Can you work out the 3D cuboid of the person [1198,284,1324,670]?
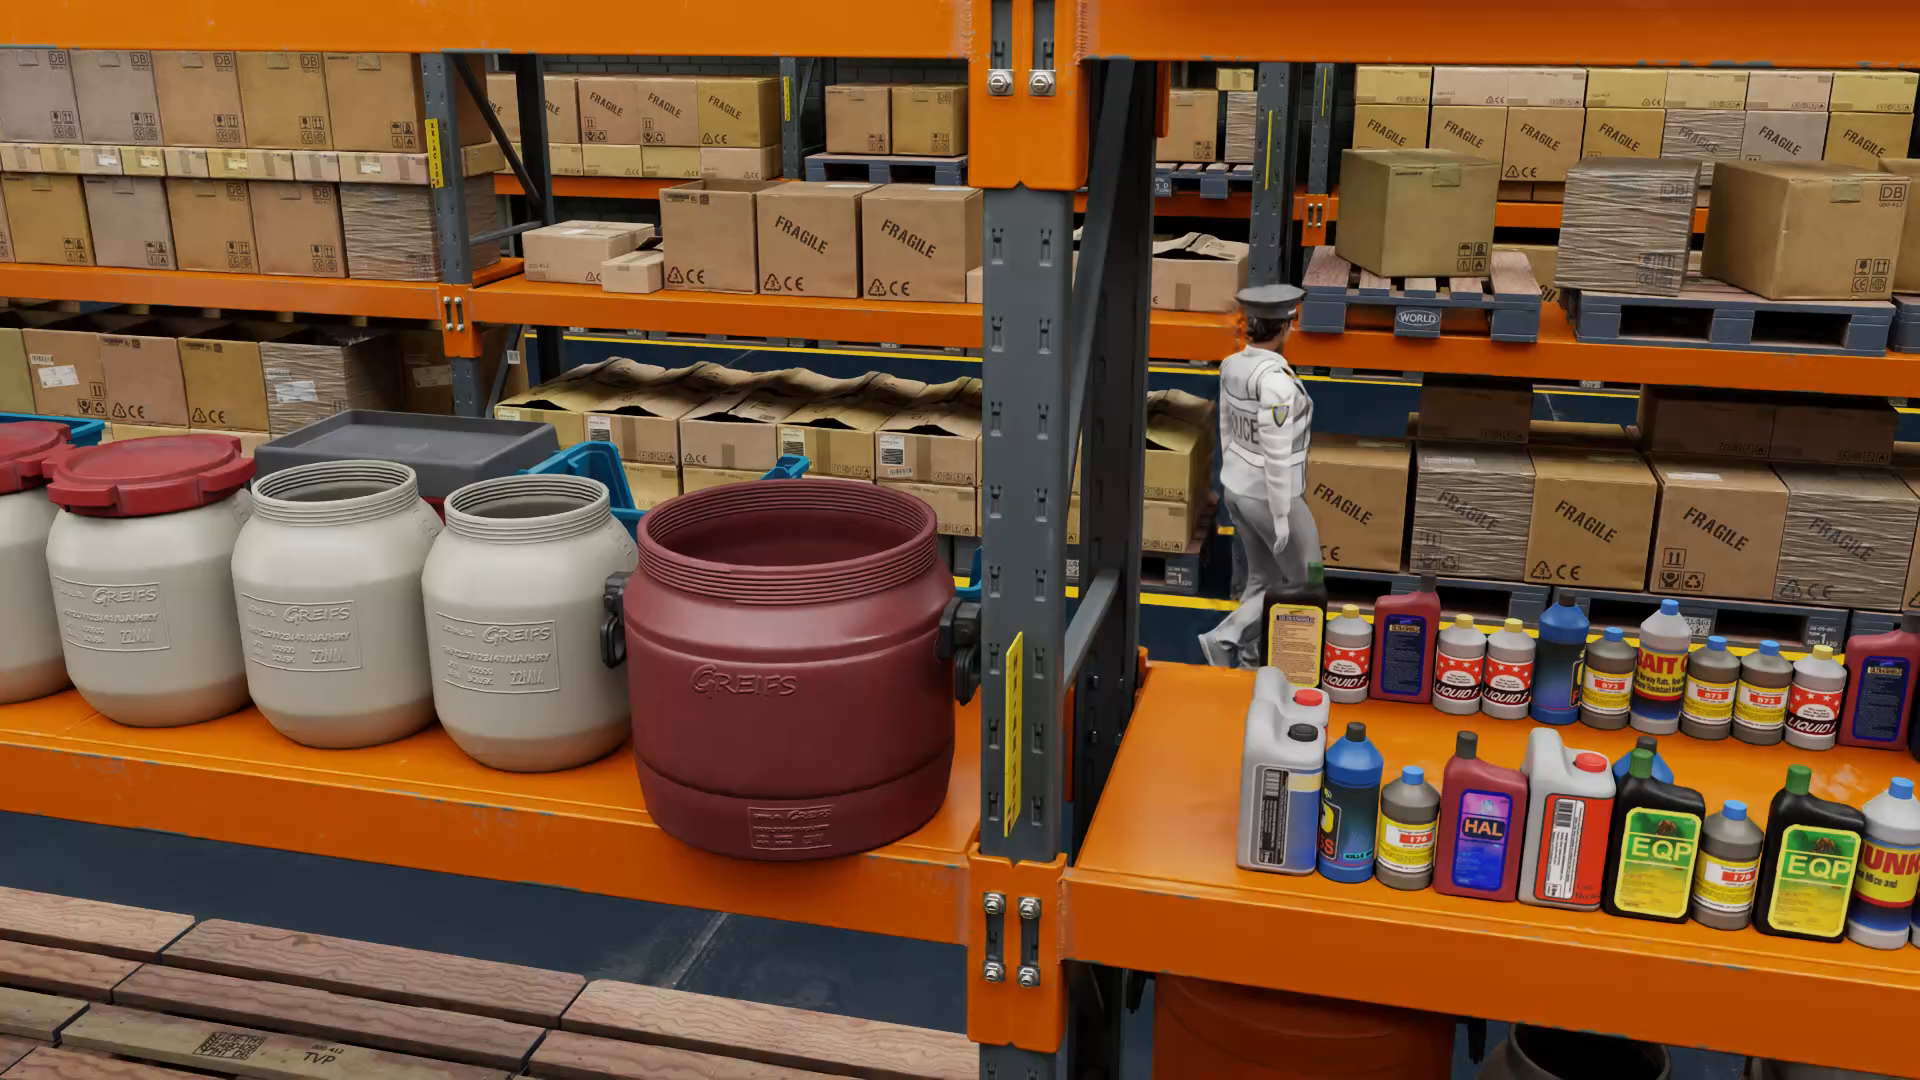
[{"bbox_3d":[1.187,-0.159,6.474,0.475,1.663,0.500,-5,19,-13],"label":"person"}]
